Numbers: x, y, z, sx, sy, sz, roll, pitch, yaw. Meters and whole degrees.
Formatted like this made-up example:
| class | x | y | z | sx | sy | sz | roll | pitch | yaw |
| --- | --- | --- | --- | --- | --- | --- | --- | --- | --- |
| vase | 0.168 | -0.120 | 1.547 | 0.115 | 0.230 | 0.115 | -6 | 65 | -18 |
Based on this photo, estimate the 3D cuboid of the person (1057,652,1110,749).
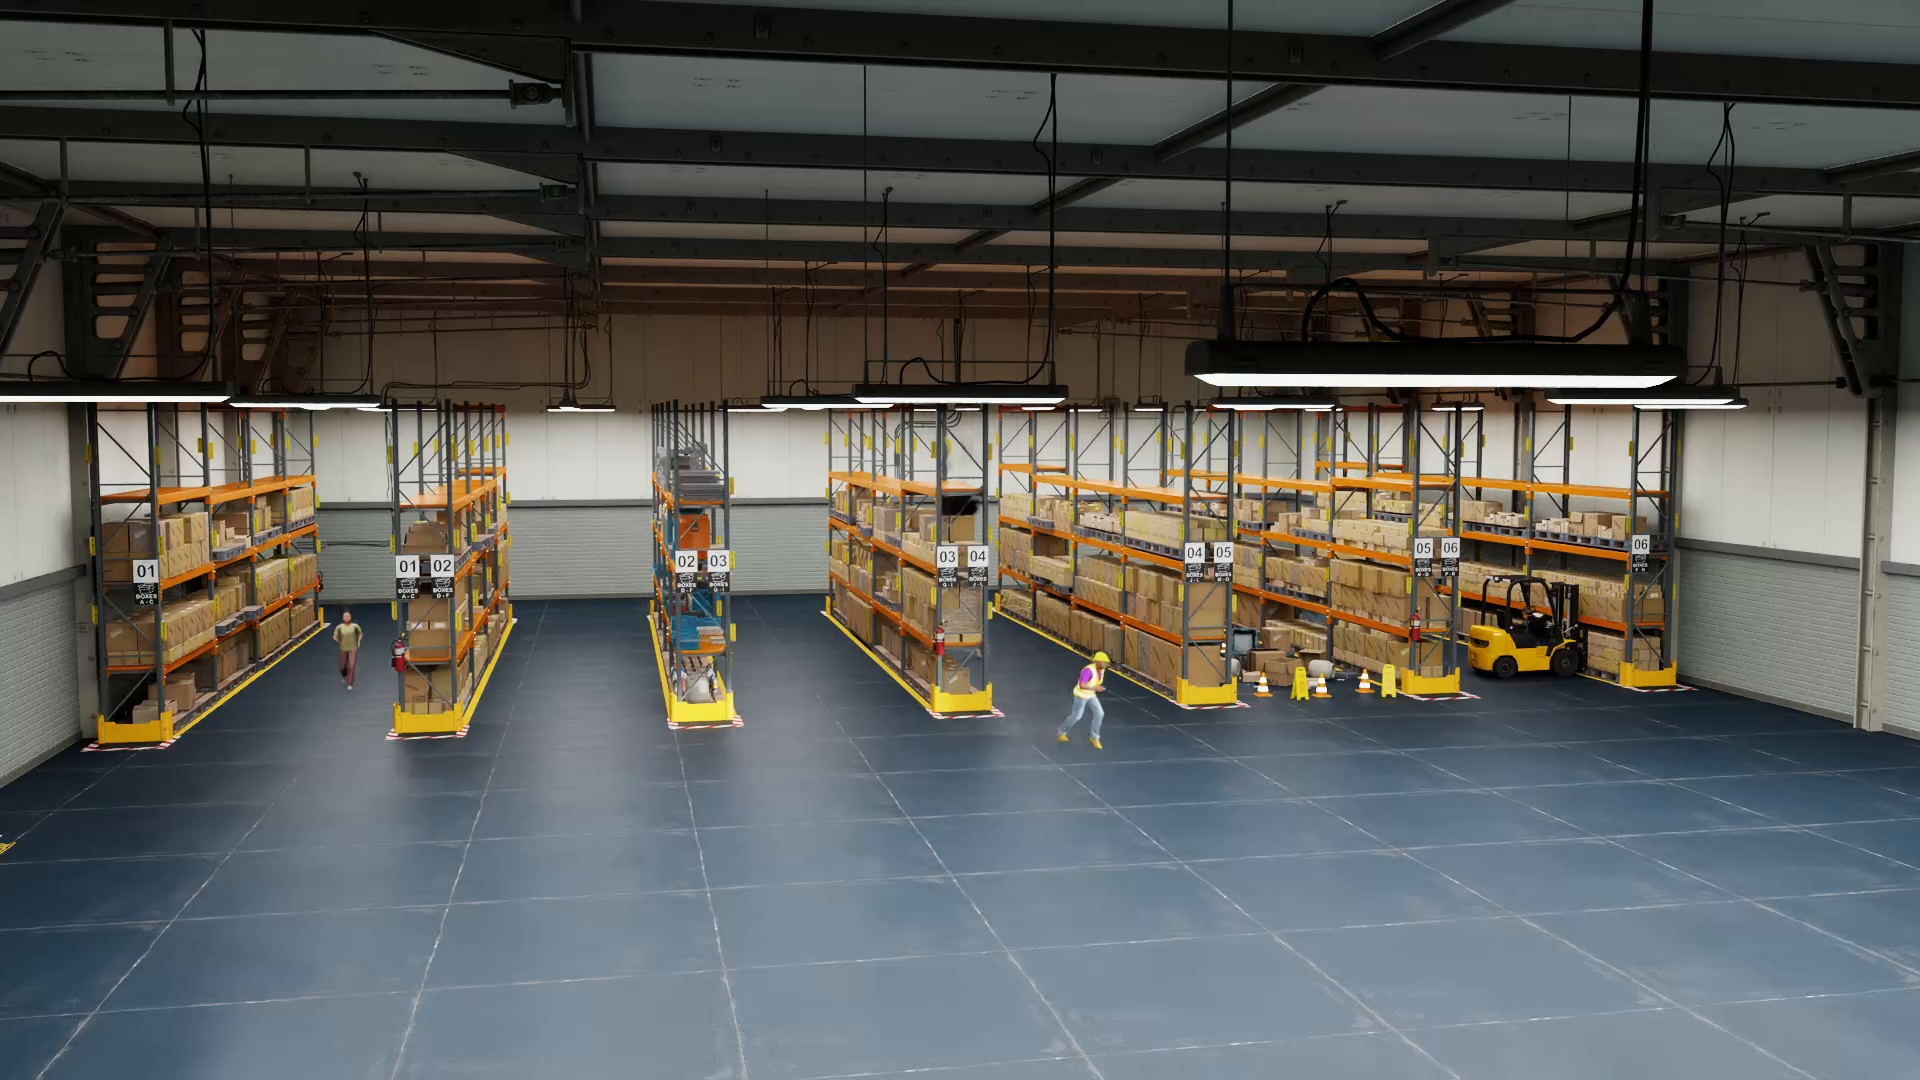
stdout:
| class | x | y | z | sx | sy | sz | roll | pitch | yaw |
| --- | --- | --- | --- | --- | --- | --- | --- | --- | --- |
| person | 2.139 | 2.758 | 28.698 | 1.033 | 1.714 | 0.747 | 3 | 5 | 35 |

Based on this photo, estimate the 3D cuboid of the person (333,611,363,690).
| class | x | y | z | sx | sy | sz | roll | pitch | yaw |
| --- | --- | --- | --- | --- | --- | --- | --- | --- | --- |
| person | -12.761 | 2.293 | 34.703 | 0.588 | 1.627 | 0.758 | -2 | 5 | -20 |

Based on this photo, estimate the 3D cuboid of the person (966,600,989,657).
| class | x | y | z | sx | sy | sz | roll | pitch | yaw |
| --- | --- | --- | --- | --- | --- | --- | --- | --- | --- |
| person | 0.394 | 1.887 | 39.492 | 0.723 | 1.743 | 0.644 | -1 | 5 | -17 |
